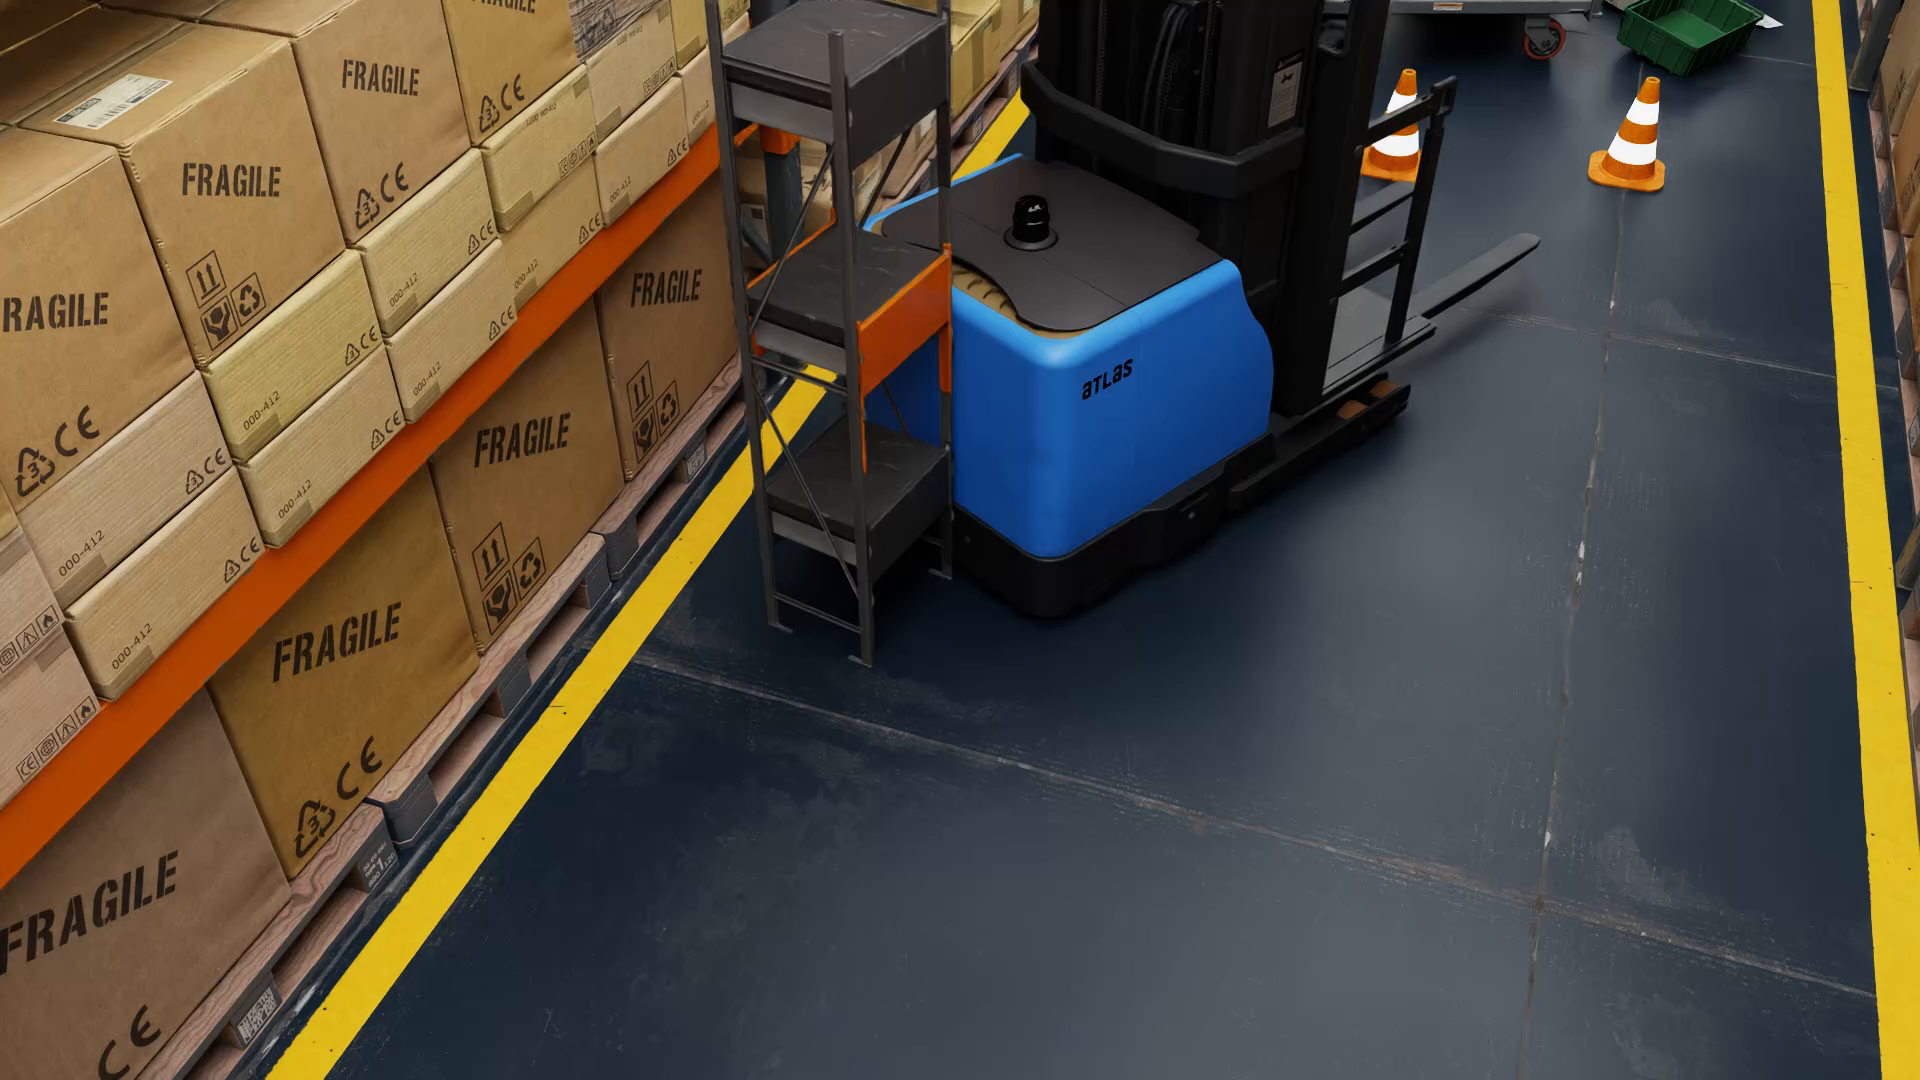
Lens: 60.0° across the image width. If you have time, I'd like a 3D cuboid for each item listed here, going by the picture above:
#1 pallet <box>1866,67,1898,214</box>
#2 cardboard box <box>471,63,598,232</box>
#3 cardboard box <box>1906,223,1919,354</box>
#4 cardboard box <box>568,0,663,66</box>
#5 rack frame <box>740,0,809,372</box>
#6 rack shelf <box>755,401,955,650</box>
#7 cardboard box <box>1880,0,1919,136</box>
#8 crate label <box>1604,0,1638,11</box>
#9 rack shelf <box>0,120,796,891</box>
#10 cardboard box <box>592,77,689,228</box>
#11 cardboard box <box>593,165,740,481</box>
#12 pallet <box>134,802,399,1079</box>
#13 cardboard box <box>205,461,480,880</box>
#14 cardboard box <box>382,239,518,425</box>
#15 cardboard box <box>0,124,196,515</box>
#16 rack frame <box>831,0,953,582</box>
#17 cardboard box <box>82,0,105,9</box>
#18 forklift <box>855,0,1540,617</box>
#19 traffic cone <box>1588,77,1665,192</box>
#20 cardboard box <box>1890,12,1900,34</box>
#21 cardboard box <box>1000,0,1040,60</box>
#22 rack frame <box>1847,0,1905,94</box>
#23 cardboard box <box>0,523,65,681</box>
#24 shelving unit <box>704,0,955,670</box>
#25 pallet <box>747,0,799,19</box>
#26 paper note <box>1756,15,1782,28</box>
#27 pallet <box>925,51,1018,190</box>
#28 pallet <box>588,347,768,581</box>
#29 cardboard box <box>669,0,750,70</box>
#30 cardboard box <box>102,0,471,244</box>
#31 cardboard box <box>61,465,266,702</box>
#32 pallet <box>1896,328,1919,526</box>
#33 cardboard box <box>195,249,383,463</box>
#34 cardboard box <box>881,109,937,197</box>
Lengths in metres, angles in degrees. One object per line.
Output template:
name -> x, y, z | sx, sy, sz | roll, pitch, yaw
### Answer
pallet -> 4.793, -1.792, 7.688 | 1.003, 0.211, 1.213 | 13, 42, 15
cardboard box -> -1.322, -1.089, 4.445 | 0.500, 0.250, 0.500 | 12, 42, 14
cardboard box -> 4.207, -1.090, 6.126 | 1.050, 0.750, 0.750 | 14, 42, 16
cardboard box -> -1.167, -1.668, 4.547 | 0.500, 0.500, 0.500 | 14, 42, 16
rack frame -> -1.068, -1.938, 5.710 | 1.000, 3.000, 0.127 | 13, 42, 15
rack shelf -> -0.324, -0.051, 5.291 | 0.431, 0.518, 0.480 | 21, 45, 23
cardboard box -> 4.858, -2.246, 7.481 | 1.050, 0.750, 0.750 | 13, 42, 15
crate label -> 3.709, -3.015, 9.178 | 0.298, 0.136, 0.250 | -13, 42, -15
rack shelf -> -1.752, -0.444, 4.514 | 1.077, 0.370, 4.000 | 13, 42, 15
cardboard box -> -1.157, -1.200, 4.960 | 0.500, 0.250, 0.500 | 14, 42, 16
cardboard box -> -1.382, -0.886, 5.791 | 0.875, 0.875, 0.875 | 13, 42, 15
pallet -> -2.243, 1.075, 4.327 | 1.003, 0.211, 1.213 | 13, 42, 15
cardboard box -> -1.997, 0.202, 4.516 | 0.875, 0.875, 0.875 | 14, 43, 16
cardboard box -> -1.492, -0.579, 4.233 | 0.500, 0.250, 0.500 | 13, 42, 14
cardboard box -> -1.867, -0.438, 3.104 | 0.500, 0.500, 0.500 | 13, 42, 15
rack frame -> -0.199, -0.730, 4.988 | 0.400, 2.100, 0.015 | 21, 45, 23
cardboard box -> -1.994, -1.186, 3.981 | 0.500, 0.500, 0.500 | 14, 42, 16
forklift -> 1.049, -1.693, 5.476 | 3.031, 2.935, 1.130 | -30, 49, -31
traffic cone -> 3.109, -1.893, 7.612 | 0.336, 0.463, 0.334 | 13, 42, 15
cardboard box -> 5.267, -3.060, 8.339 | 0.875, 0.875, 0.875 | 14, 42, 16
cardboard box -> -0.120, -2.778, 8.396 | 0.950, 0.372, 0.625 | 16, 43, 18
rack frame -> 4.986, -3.340, 7.354 | 1.000, 3.000, 0.127 | 13, 42, 15
cardboard box -> -2.020, 0.163, 2.978 | 0.500, 0.250, 0.500 | 12, 42, 14
shelving unit -> -0.324, -0.594, 4.828 | 0.431, 2.100, 0.503 | 21, 45, 23
pallet -> -0.924, -2.323, 6.310 | 1.213, 0.211, 1.003 | 13, 42, 15
paper note -> 4.365, -2.822, 9.034 | 0.147, 0.020, 0.142 | -13, 42, -15
pallet -> -0.380, -2.095, 8.043 | 1.003, 0.211, 1.213 | 13, 42, 15
pallet -> -1.408, -0.413, 6.071 | 1.003, 0.211, 1.213 | 13, 42, 15
cardboard box -> -0.995, -1.719, 5.184 | 0.500, 0.250, 0.500 | 13, 42, 15
cardboard box -> -1.522, -1.060, 3.833 | 0.500, 0.500, 0.500 | 13, 42, 14
cardboard box -> -1.862, 0.033, 3.516 | 0.500, 0.250, 0.500 | 12, 42, 14
pallet -> 3.959, -0.304, 5.944 | 1.003, 0.211, 1.213 | 13, 42, 15
cardboard box -> -1.671, -0.463, 3.712 | 0.500, 0.250, 0.500 | 14, 42, 16
cardboard box -> -0.620, -1.892, 7.358 | 0.950, 0.372, 0.625 | 13, 42, 14
